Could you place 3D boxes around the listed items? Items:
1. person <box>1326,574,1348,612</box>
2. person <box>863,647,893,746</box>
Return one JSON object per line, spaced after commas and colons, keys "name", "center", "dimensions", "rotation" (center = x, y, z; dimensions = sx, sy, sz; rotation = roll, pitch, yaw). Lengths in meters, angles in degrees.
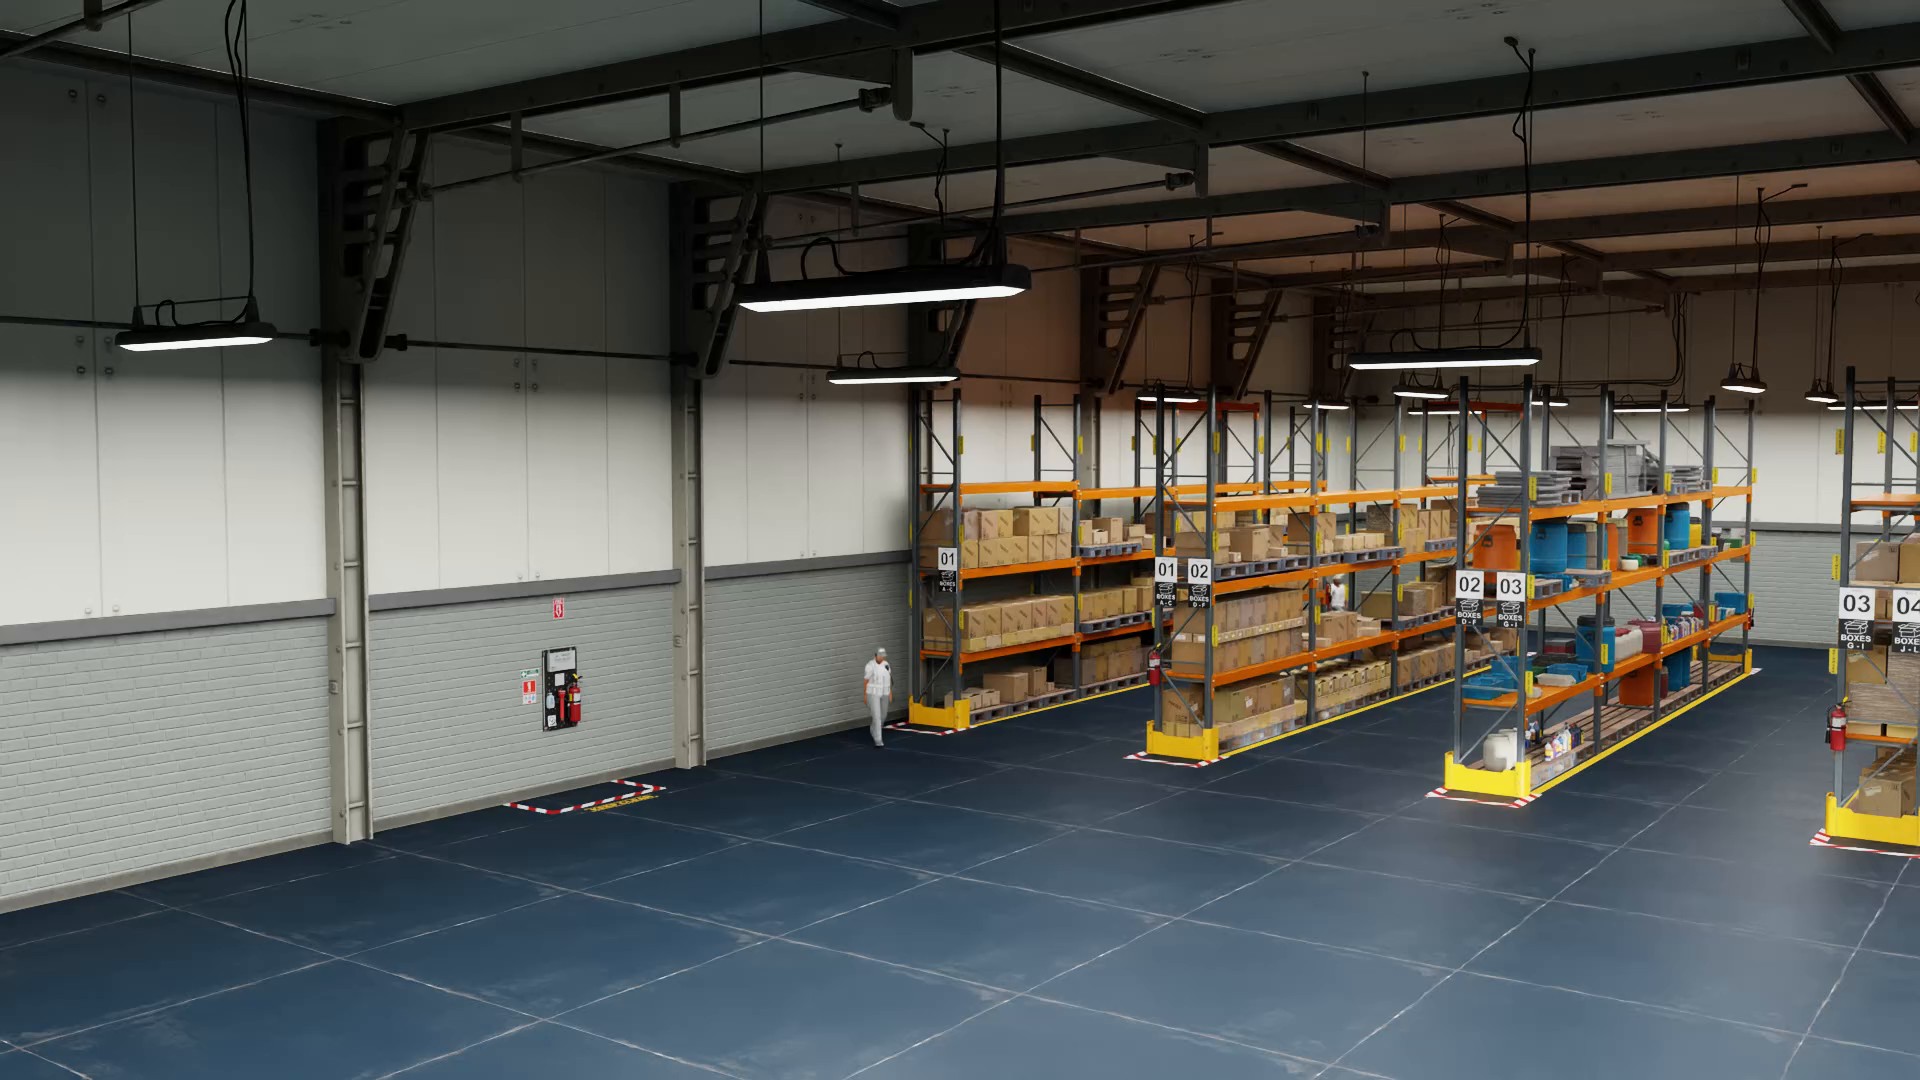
{"name": "person", "center": [9.853, 1.699, 43.318], "dimensions": [0.560, 1.659, 0.978], "rotation": [-3, 4, -39]}
{"name": "person", "center": [-1.391, 2.594, 27.940], "dimensions": [0.506, 1.621, 0.838], "rotation": [-3, 4, -39]}
